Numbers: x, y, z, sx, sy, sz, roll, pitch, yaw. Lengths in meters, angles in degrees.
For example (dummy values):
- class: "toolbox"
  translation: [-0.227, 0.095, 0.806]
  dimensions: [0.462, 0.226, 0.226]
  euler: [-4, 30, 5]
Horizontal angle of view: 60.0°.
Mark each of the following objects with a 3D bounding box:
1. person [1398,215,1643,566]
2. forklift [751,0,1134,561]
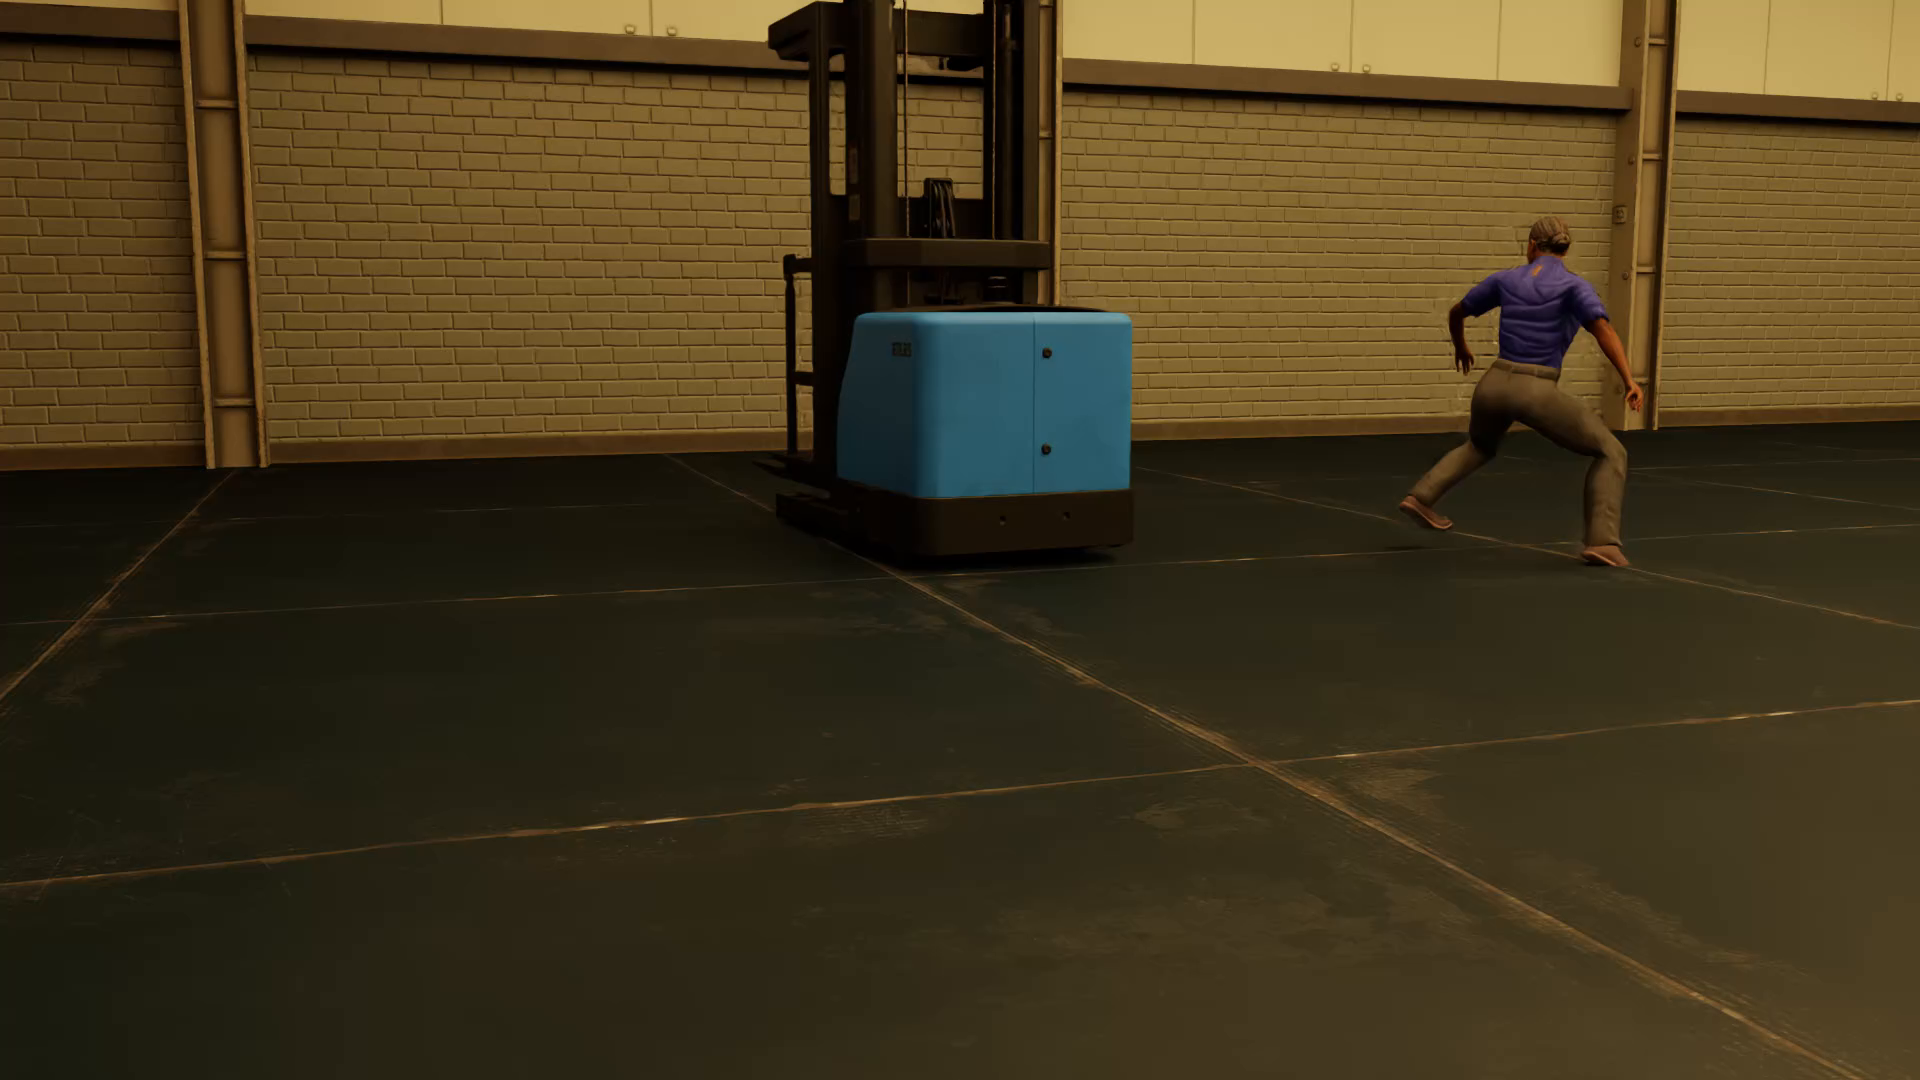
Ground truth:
- class: "person"
  translation: [2.533, -0.616, 7.260]
  dimensions: [0.479, 1.544, 1.109]
  euler: [-6, 10, -37]
- class: "forklift"
  translation: [-0.294, -1.525, 8.264]
  dimensions: [1.130, 2.935, 3.031]
  euler: [-3, 8, -24]
